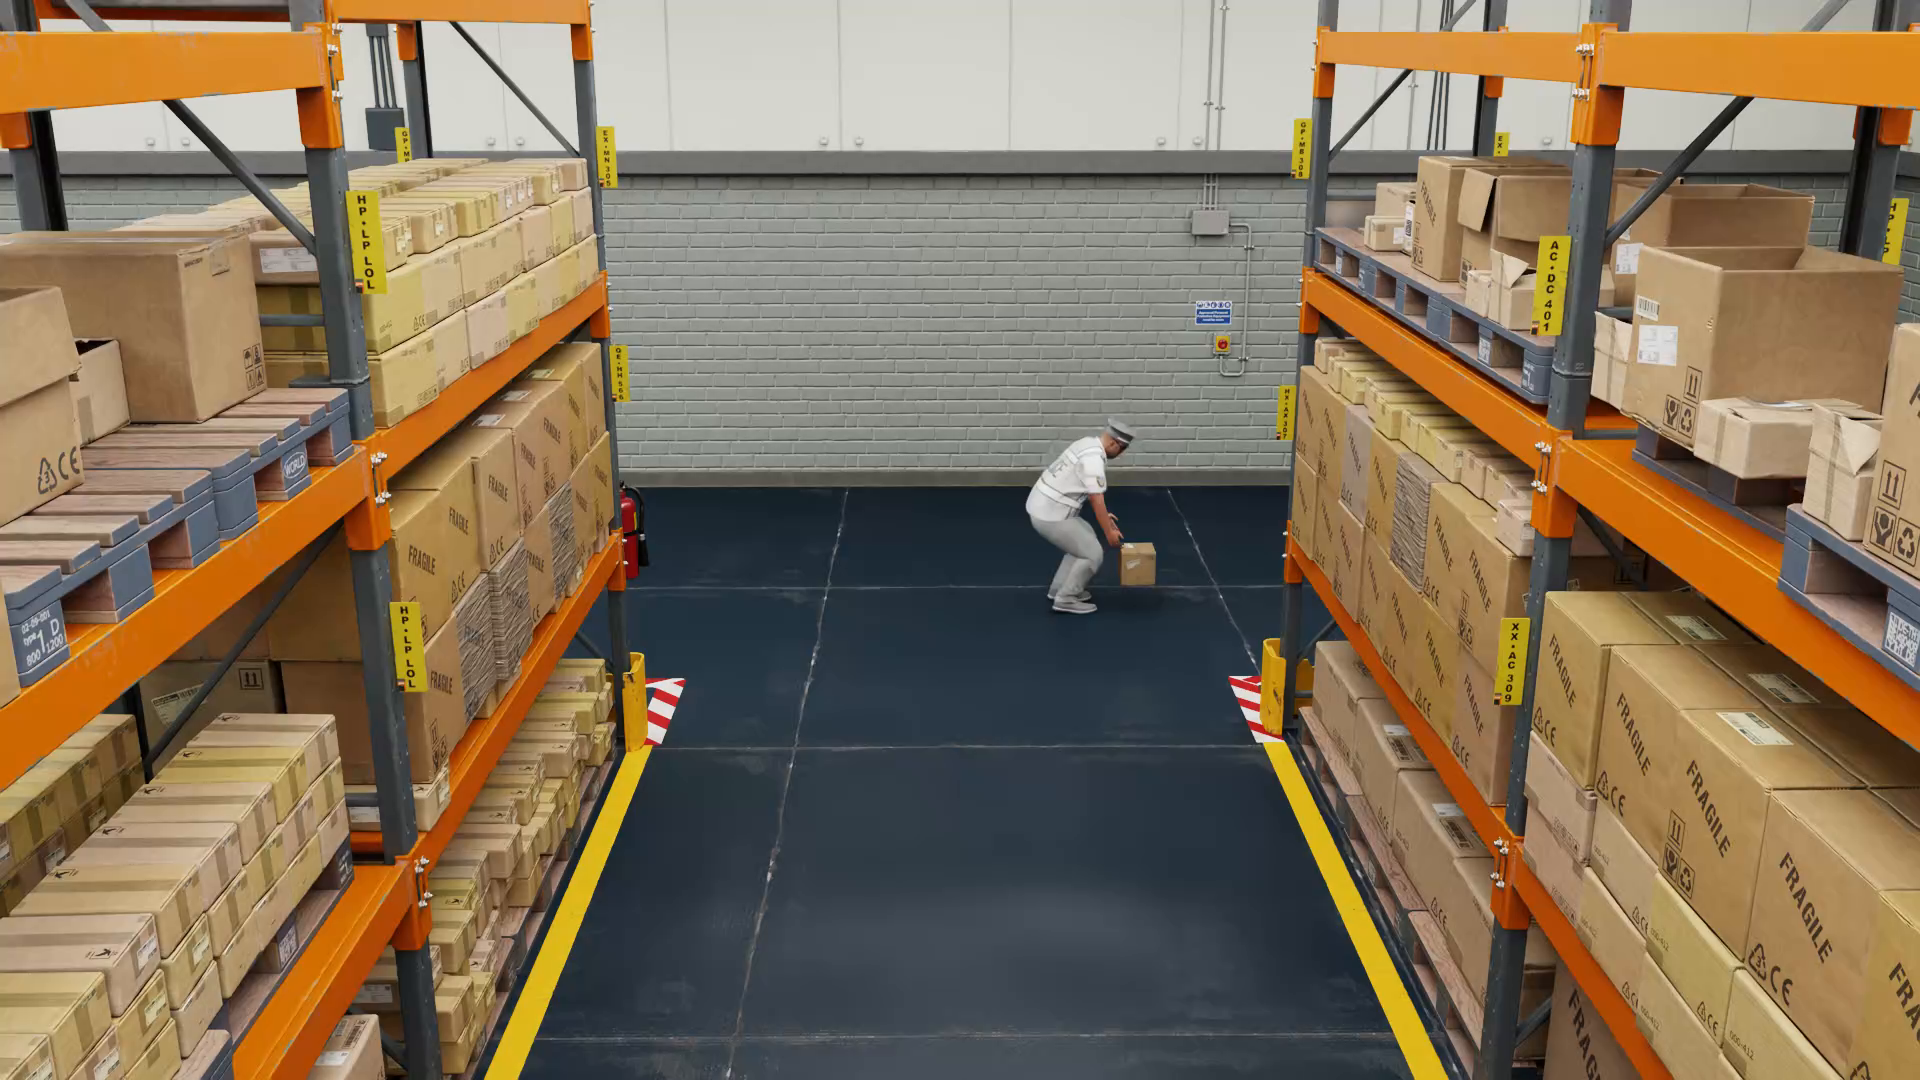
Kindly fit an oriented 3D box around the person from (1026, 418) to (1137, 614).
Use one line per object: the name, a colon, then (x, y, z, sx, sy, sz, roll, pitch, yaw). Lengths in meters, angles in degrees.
person: (0.887, -0.193, 12.262, 0.808, 1.412, 0.591, 0, 17, -1)
